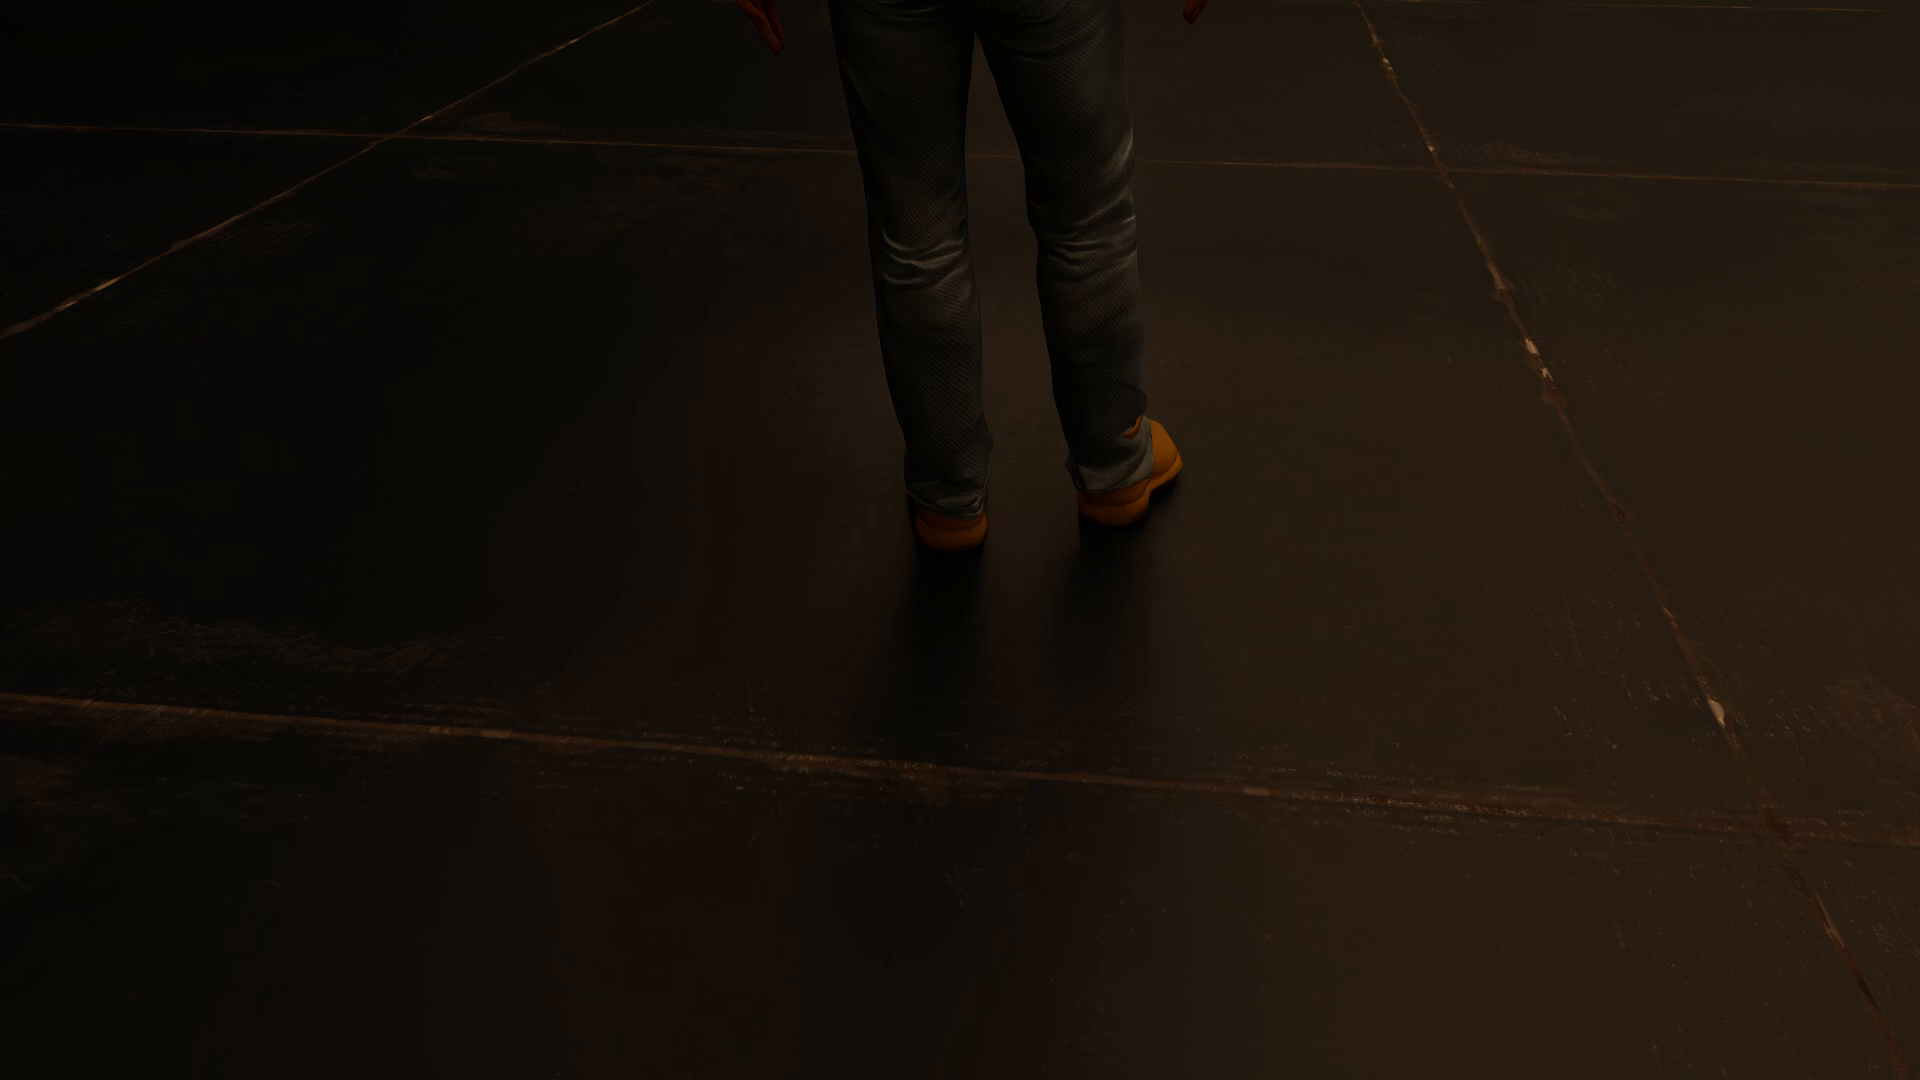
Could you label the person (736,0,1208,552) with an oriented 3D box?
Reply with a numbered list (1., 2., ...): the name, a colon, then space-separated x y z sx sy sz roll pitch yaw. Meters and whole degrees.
1. person: 0.016 -0.827 2.163 0.665 1.765 0.577 3 27 7
